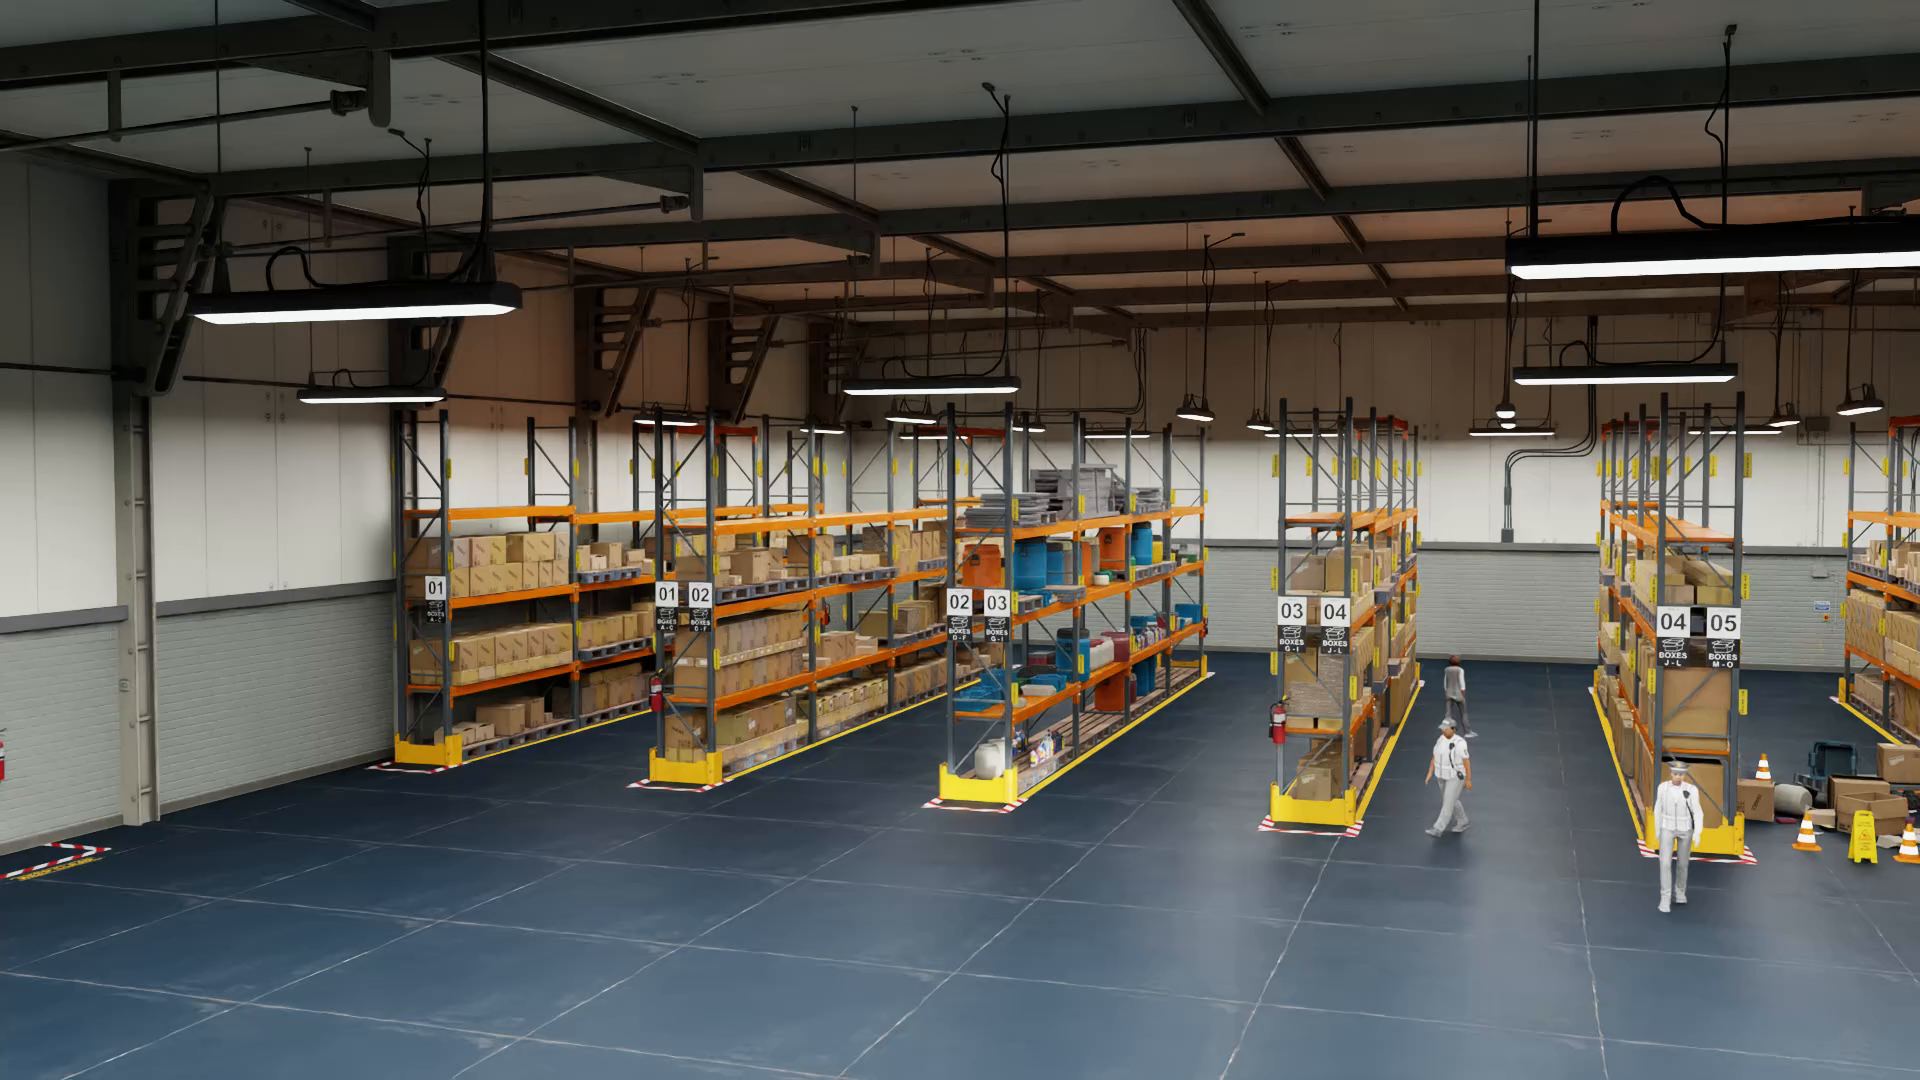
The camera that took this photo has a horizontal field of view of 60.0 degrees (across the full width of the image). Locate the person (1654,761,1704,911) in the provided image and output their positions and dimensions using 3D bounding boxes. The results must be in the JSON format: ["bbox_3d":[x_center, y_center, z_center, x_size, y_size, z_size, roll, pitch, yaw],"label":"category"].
[{"bbox_3d":[8.200,3.354,18.986,0.522,1.667,0.663,1,3,25],"label":"person"}]

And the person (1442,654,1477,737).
[{"bbox_3d":[9.171,2.889,30.692,0.509,1.551,0.830,2,3,37],"label":"person"}]

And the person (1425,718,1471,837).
[{"bbox_3d":[6.586,3.214,22.562,1.065,1.598,0.501,-1,3,-29],"label":"person"}]
